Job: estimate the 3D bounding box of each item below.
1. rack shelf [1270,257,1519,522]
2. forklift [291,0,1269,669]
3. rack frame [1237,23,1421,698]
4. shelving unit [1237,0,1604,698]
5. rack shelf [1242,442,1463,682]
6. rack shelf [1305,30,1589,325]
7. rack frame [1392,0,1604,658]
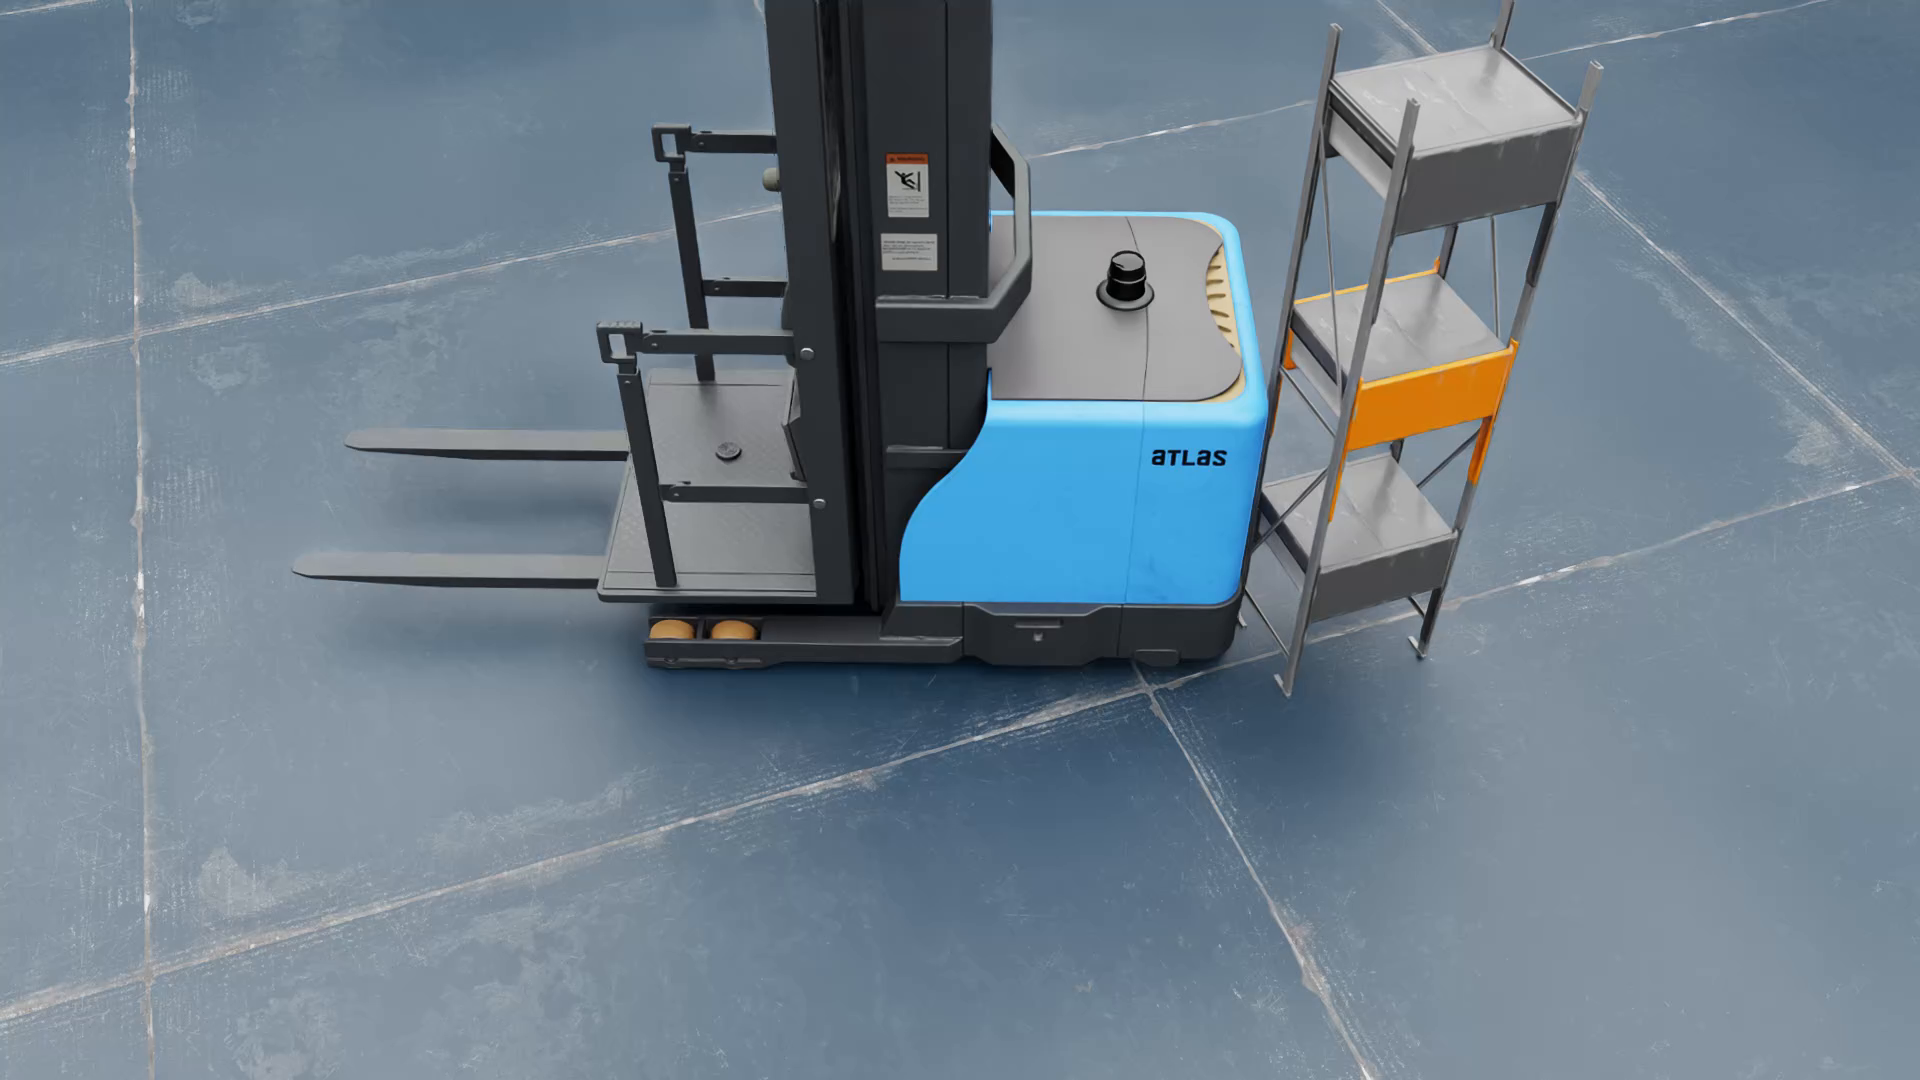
[{"bbox_3d":[1.201,-0.426,4.712,0.480,0.518,0.431,-14,47,-14],"label":"rack shelf"},{"bbox_3d":[-0.628,-0.995,4.672,3.031,2.935,1.130,1,45,1],"label":"forklift"},{"bbox_3d":[0.971,-0.378,4.645,0.015,2.100,0.400,-14,47,-14],"label":"rack frame"},{"bbox_3d":[1.201,-0.436,4.702,0.503,2.100,0.431,-14,47,-14],"label":"shelving unit"},{"bbox_3d":[1.201,0.068,5.208,0.480,0.518,0.431,-14,47,-14],"label":"rack shelf"},{"bbox_3d":[1.201,-0.921,4.216,0.480,0.518,0.431,-14,47,-14],"label":"rack shelf"},{"bbox_3d":[1.431,-0.494,4.760,0.015,2.100,0.400,-14,47,-14],"label":"rack frame"}]
